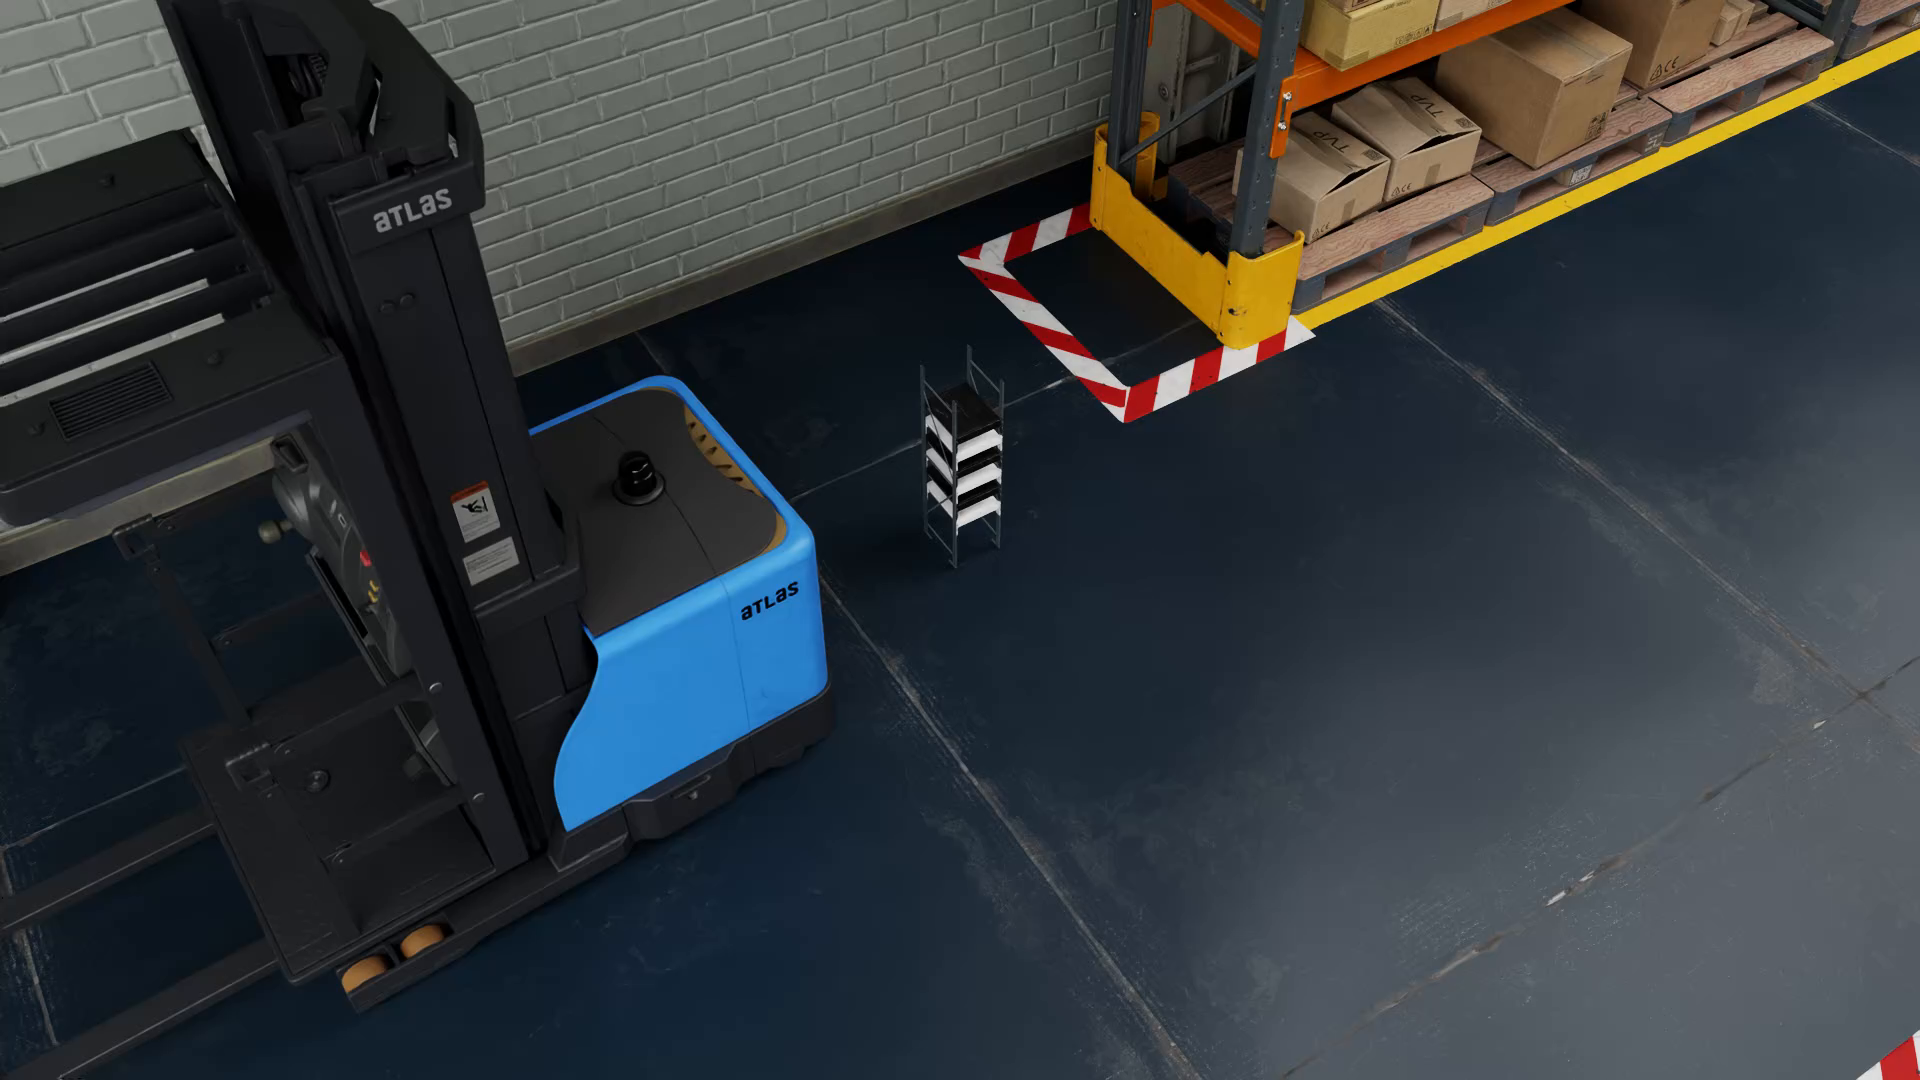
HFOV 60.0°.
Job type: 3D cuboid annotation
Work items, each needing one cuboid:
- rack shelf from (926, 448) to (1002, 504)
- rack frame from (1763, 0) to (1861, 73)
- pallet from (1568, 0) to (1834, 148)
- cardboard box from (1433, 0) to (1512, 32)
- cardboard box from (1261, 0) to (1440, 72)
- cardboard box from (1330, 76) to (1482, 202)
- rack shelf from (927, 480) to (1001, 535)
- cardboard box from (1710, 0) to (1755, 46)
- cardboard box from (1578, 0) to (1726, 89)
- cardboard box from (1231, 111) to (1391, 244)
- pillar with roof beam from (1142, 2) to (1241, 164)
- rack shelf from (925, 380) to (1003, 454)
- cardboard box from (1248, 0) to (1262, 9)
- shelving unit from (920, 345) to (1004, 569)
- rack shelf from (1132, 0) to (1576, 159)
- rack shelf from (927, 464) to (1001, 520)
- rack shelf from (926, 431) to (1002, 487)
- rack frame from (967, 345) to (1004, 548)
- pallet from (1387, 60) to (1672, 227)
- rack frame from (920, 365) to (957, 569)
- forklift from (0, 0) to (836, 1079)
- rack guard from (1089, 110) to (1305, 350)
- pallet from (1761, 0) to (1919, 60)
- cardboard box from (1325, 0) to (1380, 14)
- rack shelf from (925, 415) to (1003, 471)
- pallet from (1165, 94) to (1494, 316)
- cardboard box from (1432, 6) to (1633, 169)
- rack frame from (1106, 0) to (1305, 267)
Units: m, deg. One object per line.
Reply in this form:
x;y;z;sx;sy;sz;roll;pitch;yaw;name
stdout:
0.007;-0.280;6.387;0.200;0.077;0.258;-25;53;-21;rack shelf
4.379;-3.834;8.101;0.127;3.000;1.000;-25;53;-21;rack frame
3.829;-2.617;8.884;1.213;0.211;1.003;-25;53;-21;pallet
2.009;-2.407;6.917;0.500;0.250;0.500;-27;54;-22;cardboard box
1.578;-2.191;6.725;0.500;0.250;0.500;-27;54;-22;cardboard box
2.111;-1.938;7.919;0.500;0.311;0.500;-21;52;-18;cardboard box
0.007;-0.161;6.521;0.200;0.077;0.258;-25;53;-21;rack shelf
3.942;-2.806;8.788;0.250;0.166;0.380;-32;56;-25;cardboard box
3.522;-2.710;8.479;0.500;0.500;0.500;-29;54;-23;cardboard box
1.629;-1.711;7.716;0.500;0.311;0.500;-31;55;-25;cardboard box
3.423;-2.341;2.755;0.400;9.000;9.100;-25;53;-21;pillar with roof beam
0.007;-0.460;6.185;0.200;0.077;0.258;-25;53;-21;rack shelf
1.287;-2.505;7.005;0.500;0.250;0.500;-25;53;-20;cardboard box
0.007;-0.303;6.362;0.210;0.900;0.258;-25;53;-21;shelving unit
2.687;-2.798;7.660;4.000;0.370;1.077;-25;53;-21;rack shelf
0.007;-0.220;6.454;0.200;0.077;0.258;-25;53;-21;rack shelf
0.007;-0.340;6.320;0.200;0.077;0.258;-25;53;-21;rack shelf
0.093;-0.343;6.398;0.006;0.900;0.240;-25;53;-21;rack frame
2.796;-2.127;8.448;1.213;0.211;1.003;-25;53;-21;pallet
-0.079;-0.262;6.326;0.006;0.900;0.240;-25;53;-21;rack frame
-1.948;0.069;4.671;3.031;2.935;1.130;-28;54;-23;forklift
1.060;-1.439;7.642;0.348;0.500;1.175;-25;53;-21;rack guard
5.036;-3.218;9.419;1.213;0.211;1.003;-25;53;-21;pallet
1.560;-2.447;6.450;0.500;0.500;0.500;-25;53;-21;cardboard box
0.007;-0.400;6.253;0.200;0.077;0.258;-25;53;-21;rack shelf
1.766;-1.644;8.018;1.213;0.211;1.003;-25;53;-21;pallet
2.758;-2.262;8.080;0.500;0.500;0.700;-28;54;-23;cardboard box
0.996;-2.240;6.682;0.127;3.000;1.000;-25;53;-21;rack frame
